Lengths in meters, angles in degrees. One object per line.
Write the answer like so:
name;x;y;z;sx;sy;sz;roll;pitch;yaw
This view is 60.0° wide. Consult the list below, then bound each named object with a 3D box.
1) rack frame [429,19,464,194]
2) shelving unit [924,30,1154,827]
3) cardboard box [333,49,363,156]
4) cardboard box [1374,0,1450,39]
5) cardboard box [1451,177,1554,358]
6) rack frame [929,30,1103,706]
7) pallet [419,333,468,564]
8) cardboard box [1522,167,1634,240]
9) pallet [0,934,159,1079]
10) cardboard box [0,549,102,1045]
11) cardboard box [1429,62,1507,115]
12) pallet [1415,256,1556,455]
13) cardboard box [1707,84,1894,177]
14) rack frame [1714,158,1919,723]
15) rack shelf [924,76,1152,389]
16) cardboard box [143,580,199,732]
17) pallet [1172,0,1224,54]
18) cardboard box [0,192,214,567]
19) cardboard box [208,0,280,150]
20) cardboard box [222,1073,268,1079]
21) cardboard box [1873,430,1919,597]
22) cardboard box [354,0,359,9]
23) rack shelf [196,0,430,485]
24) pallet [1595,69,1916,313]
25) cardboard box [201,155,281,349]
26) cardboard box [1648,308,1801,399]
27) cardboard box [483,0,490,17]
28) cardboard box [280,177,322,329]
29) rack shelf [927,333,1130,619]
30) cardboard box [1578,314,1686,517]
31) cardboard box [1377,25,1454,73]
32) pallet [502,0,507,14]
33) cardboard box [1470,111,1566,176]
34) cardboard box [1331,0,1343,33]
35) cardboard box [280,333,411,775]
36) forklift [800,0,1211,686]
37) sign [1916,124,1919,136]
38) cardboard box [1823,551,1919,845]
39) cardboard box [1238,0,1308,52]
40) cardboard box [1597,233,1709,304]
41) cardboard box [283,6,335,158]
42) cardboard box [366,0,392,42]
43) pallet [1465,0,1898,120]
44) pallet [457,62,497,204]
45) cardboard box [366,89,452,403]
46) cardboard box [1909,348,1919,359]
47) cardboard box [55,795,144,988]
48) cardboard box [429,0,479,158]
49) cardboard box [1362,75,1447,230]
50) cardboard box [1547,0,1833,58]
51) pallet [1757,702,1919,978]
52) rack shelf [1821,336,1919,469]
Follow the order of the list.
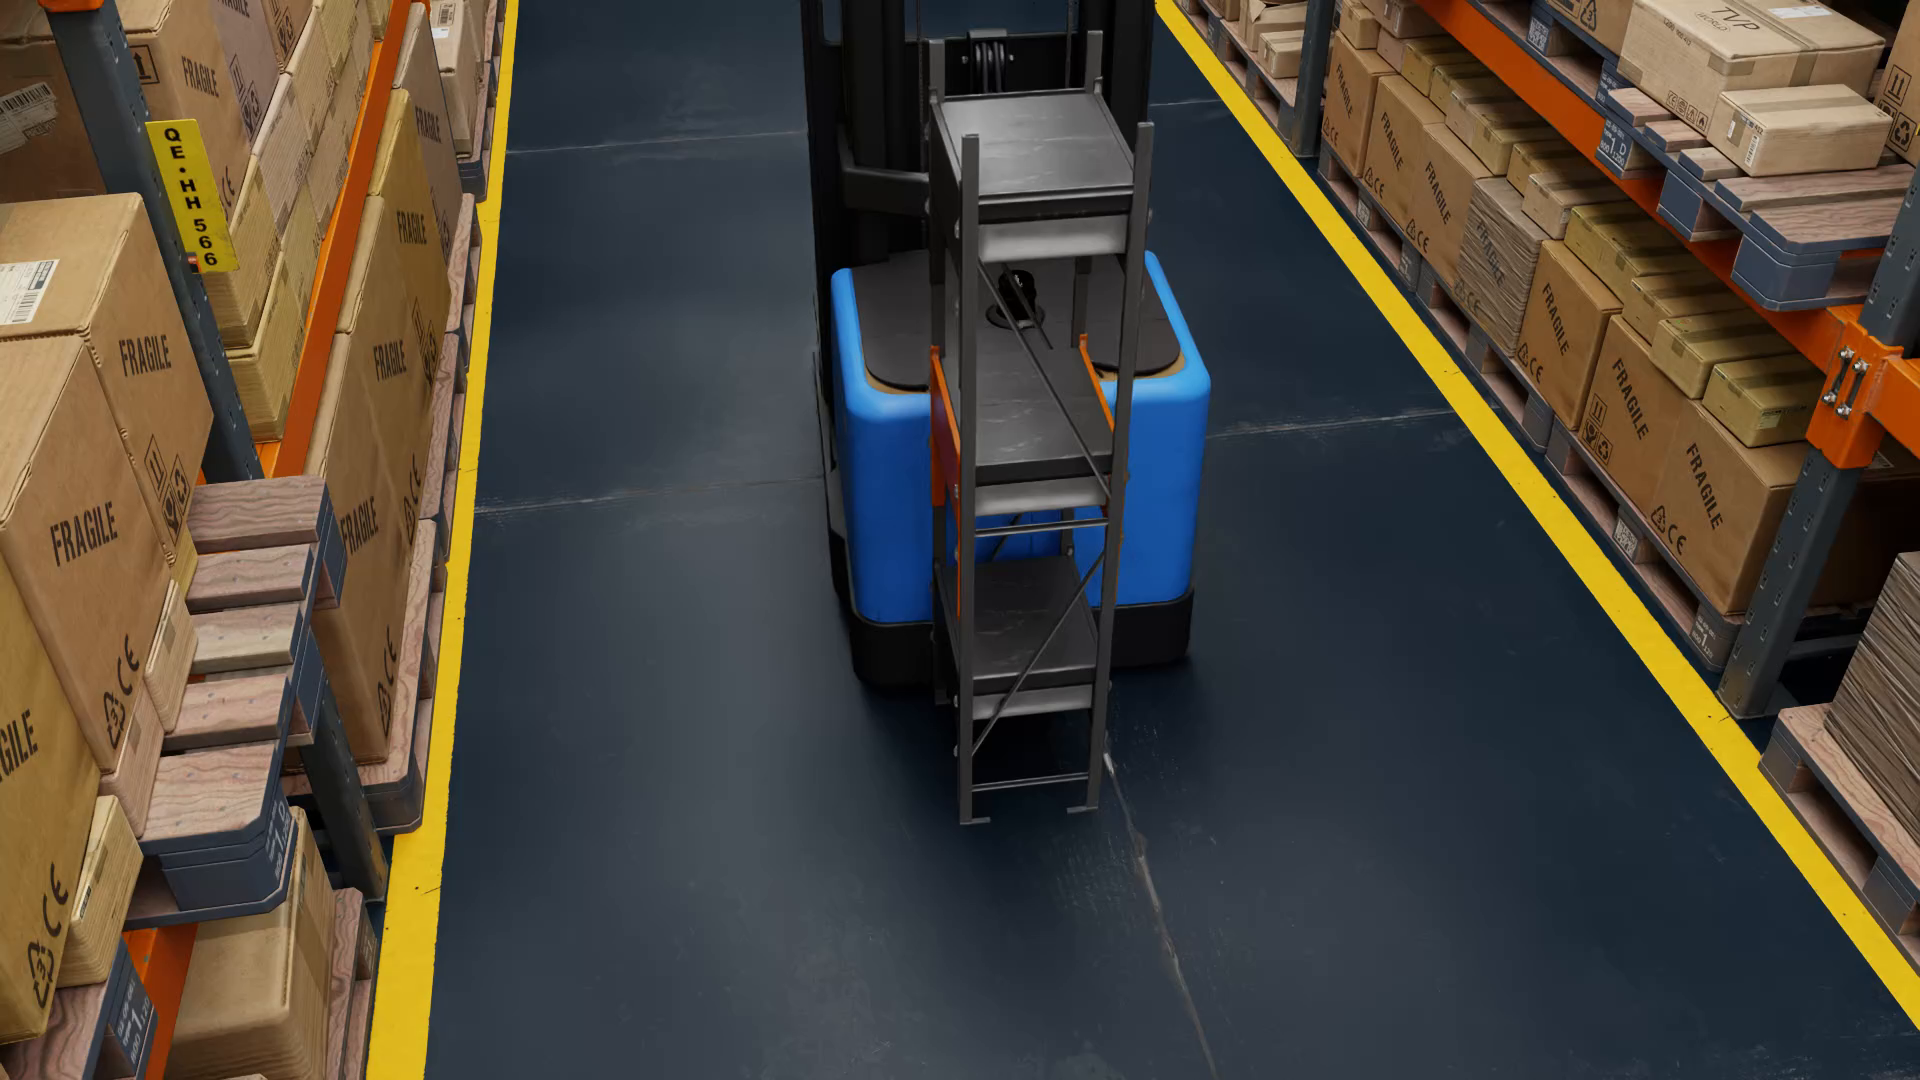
rack frame;-2.756;-2.603;6.655;1.000;3.000;0.127;-6;38;-8
shelving unit;0.162;-0.179;4.260;0.431;2.100;0.503;-5;39;-7
cardboard box;-2.176;-1.374;5.195;0.500;0.250;0.500;-6;38;-8
cardboard box;2.024;-2.294;7.182;0.380;0.149;0.250;-8;39;-10
cardboard box;2.265;-1.065;6.371;0.500;0.500;0.500;-8;38;-10
rack frame;0.125;-0.331;4.447;0.400;2.100;0.015;-5;39;-7
pallet;-2.329;-0.305;5.971;1.003;0.211;1.213;-6;38;-8
cardboard box;2.291;-1.233;6.058;0.380;0.149;0.250;-8;39;-10
pallet;-1.667;1.080;2.071;1.003;0.211;1.213;-6;38;-8
cardboard box;-1.510;0.351;2.187;0.500;0.500;0.500;-9;39;-11
cardboard box;2.174;-1.852;6.855;0.380;0.149;0.250;-7;38;-9
pallet;2.528;-0.812;6.623;1.003;0.211;1.213;-6;38;-8
cardboard box;2.339;-1.145;4.641;0.380;0.149;0.250;-6;38;-7
rack frame;2.832;-0.723;4.236;1.000;3.000;0.127;-6;38;-8
rack shelf;0.164;-0.712;3.827;0.431;0.518;0.480;-5;39;-7
cardboard box;-1.559;0.221;2.883;0.380;0.149;0.250;-7;38;-8
pallet;1.794;-3.191;9.686;1.003;0.211;1.213;-6;38;-8
cardboard box;-1.701;-0.265;2.980;0.500;0.500;0.500;-7;38;-9
cardboard box;-1.997;-1.244;4.010;0.500;0.500;0.500;-6;38;-8
cardboard box;-1.828;1.472;3.210;0.950;0.372;0.625;-7;38;-9
cardboard box;3.034;-0.186;5.240;0.500;0.500;0.500;-5;38;-6
cardboard box;-2.247;-1.888;5.449;0.500;0.250;0.500;-5;38;-7
rack shelf;-2.405;-1.111;5.321;1.077;0.370;4.000;-6;38;-8
pallet;2.644;-1.049;4.812;1.213;0.211;1.003;-6;38;-8
cardboard box;-1.900;-0.658;3.866;0.500;0.250;0.500;-6;38;-8
cardboard box;2.417;-0.590;5.231;0.380;0.149;0.250;-8;39;-10
cardboard box;-3.074;-3.233;9.213;0.875;0.438;0.875;-5;38;-7
cardboard box;-2.000;-0.758;4.403;0.500;0.250;0.500;-7;38;-9
rack shelf;0.162;-0.168;4.268;0.431;0.518;0.480;-5;39;-7
cardboard box;2.469;-0.437;5.563;0.500;0.500;0.500;-7;38;-9
cardboard box;2.056;-2.170;7.264;0.380;0.149;0.250;-7;38;-9
pallet;-3.240;-3.443;10.010;1.003;0.211;1.213;-6;38;-8
cardboard box;2.222;-1.547;6.462;0.380;0.149;0.250;-5;38;-6
cardboard box;2.247;-2.667;8.588;0.500;0.311;0.500;-5;38;-6
cardboard box;-2.094;0.060;4.617;0.875;0.875;0.875;-7;38;-8
forklift;0.026;-1.611;5.434;1.130;2.935;3.031;-4;38;-5
sign;2.299;-1.085;3.822;0.100;0.325;0.005;-6;38;-8
cardboard box;2.928;0.427;4.348;0.875;0.625;0.625;-5;38;-7
cardboard box;1.681;-2.746;8.725;0.396;0.266;0.258;-5;38;-6
cardboard box;2.413;-0.919;5.654;0.380;0.149;0.250;-5;38;-7
cardboard box;-2.065;-1.272;4.657;0.500;0.250;0.500;-6;38;-8
cardboard box;-2.341;-1.992;5.991;0.500;0.250;0.500;-7;38;-9
pallet;2.486;-1.821;5.806;1.003;0.211;1.213;-6;38;-8
pallet;-2.812;-1.969;8.113;1.003;0.211;1.213;-6;38;-8
cardboard box;-2.402;-1.019;6.006;0.875;0.875;0.875;-5;38;-7
cardboard box;3.047;-0.506;5.123;0.380;0.149;0.250;-4;38;-6
cardboard box;-1.460;0.538;2.474;0.380;0.149;0.250;-6;38;-7
cardboard box;-2.760;-2.148;7.815;0.875;0.438;0.875;-7;38;-9
cardboard box;2.097;-1.681;7.164;0.500;0.500;0.500;-7;38;-9
cardboard box;2.363;-1.896;5.318;0.797;0.503;0.637;-7;38;-9
pallet;2.938;0.880;4.446;1.003;0.211;1.213;-6;38;-8
rack shelf;3.182;0.769;2.901;1.077;0.370;4.000;-6;38;-8
